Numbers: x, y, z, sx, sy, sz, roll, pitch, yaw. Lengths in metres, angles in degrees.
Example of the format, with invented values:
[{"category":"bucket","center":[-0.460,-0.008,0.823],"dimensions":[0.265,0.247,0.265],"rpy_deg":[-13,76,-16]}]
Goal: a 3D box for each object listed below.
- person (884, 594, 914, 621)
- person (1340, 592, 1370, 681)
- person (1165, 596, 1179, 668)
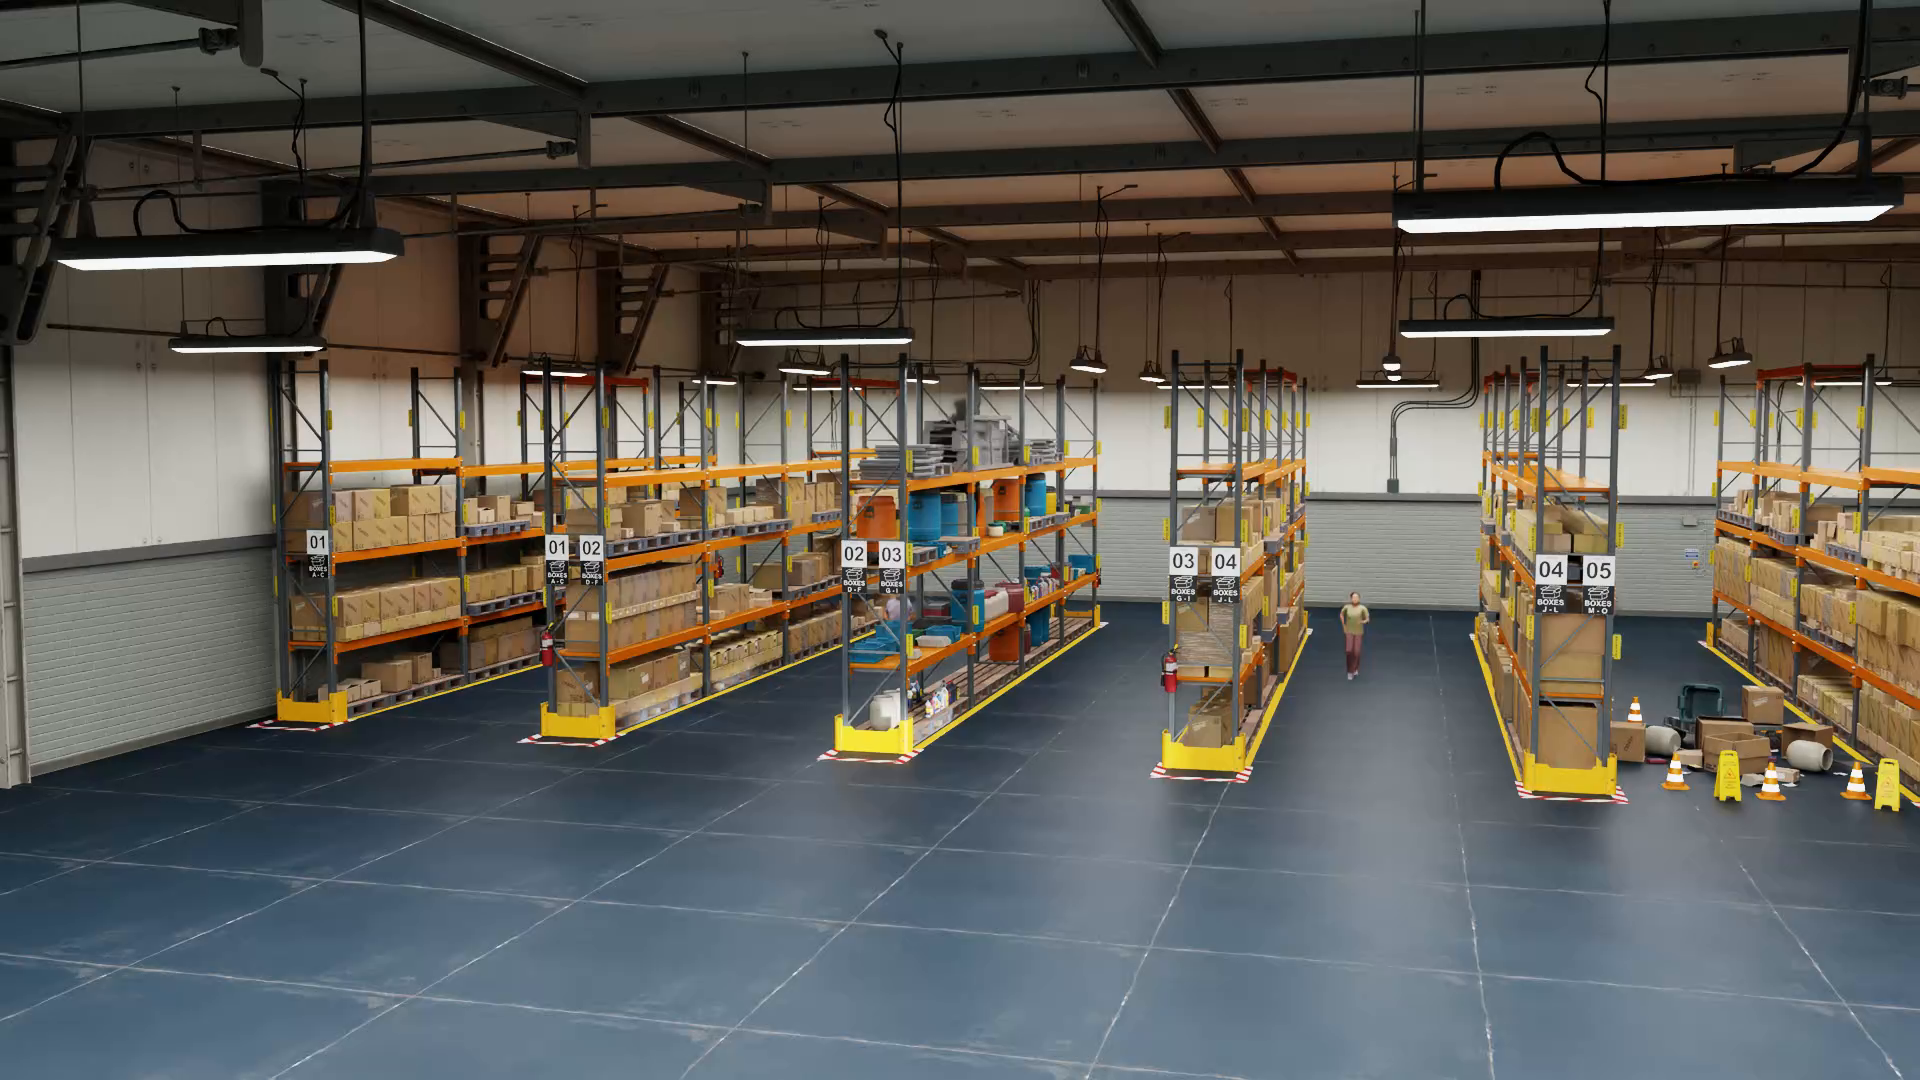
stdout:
[{"category":"person","center":[-1.164,1.684,31.034],"dimensions":[0.606,1.612,0.526],"rpy_deg":[1,4,10]},{"category":"person","center":[7.654,1.855,32.259],"dimensions":[0.564,1.723,0.681],"rpy_deg":[1,4,13]},{"category":"person","center":[4.143,1.617,31.574],"dimensions":[0.586,1.690,0.759],"rpy_deg":[1,4,7]}]
